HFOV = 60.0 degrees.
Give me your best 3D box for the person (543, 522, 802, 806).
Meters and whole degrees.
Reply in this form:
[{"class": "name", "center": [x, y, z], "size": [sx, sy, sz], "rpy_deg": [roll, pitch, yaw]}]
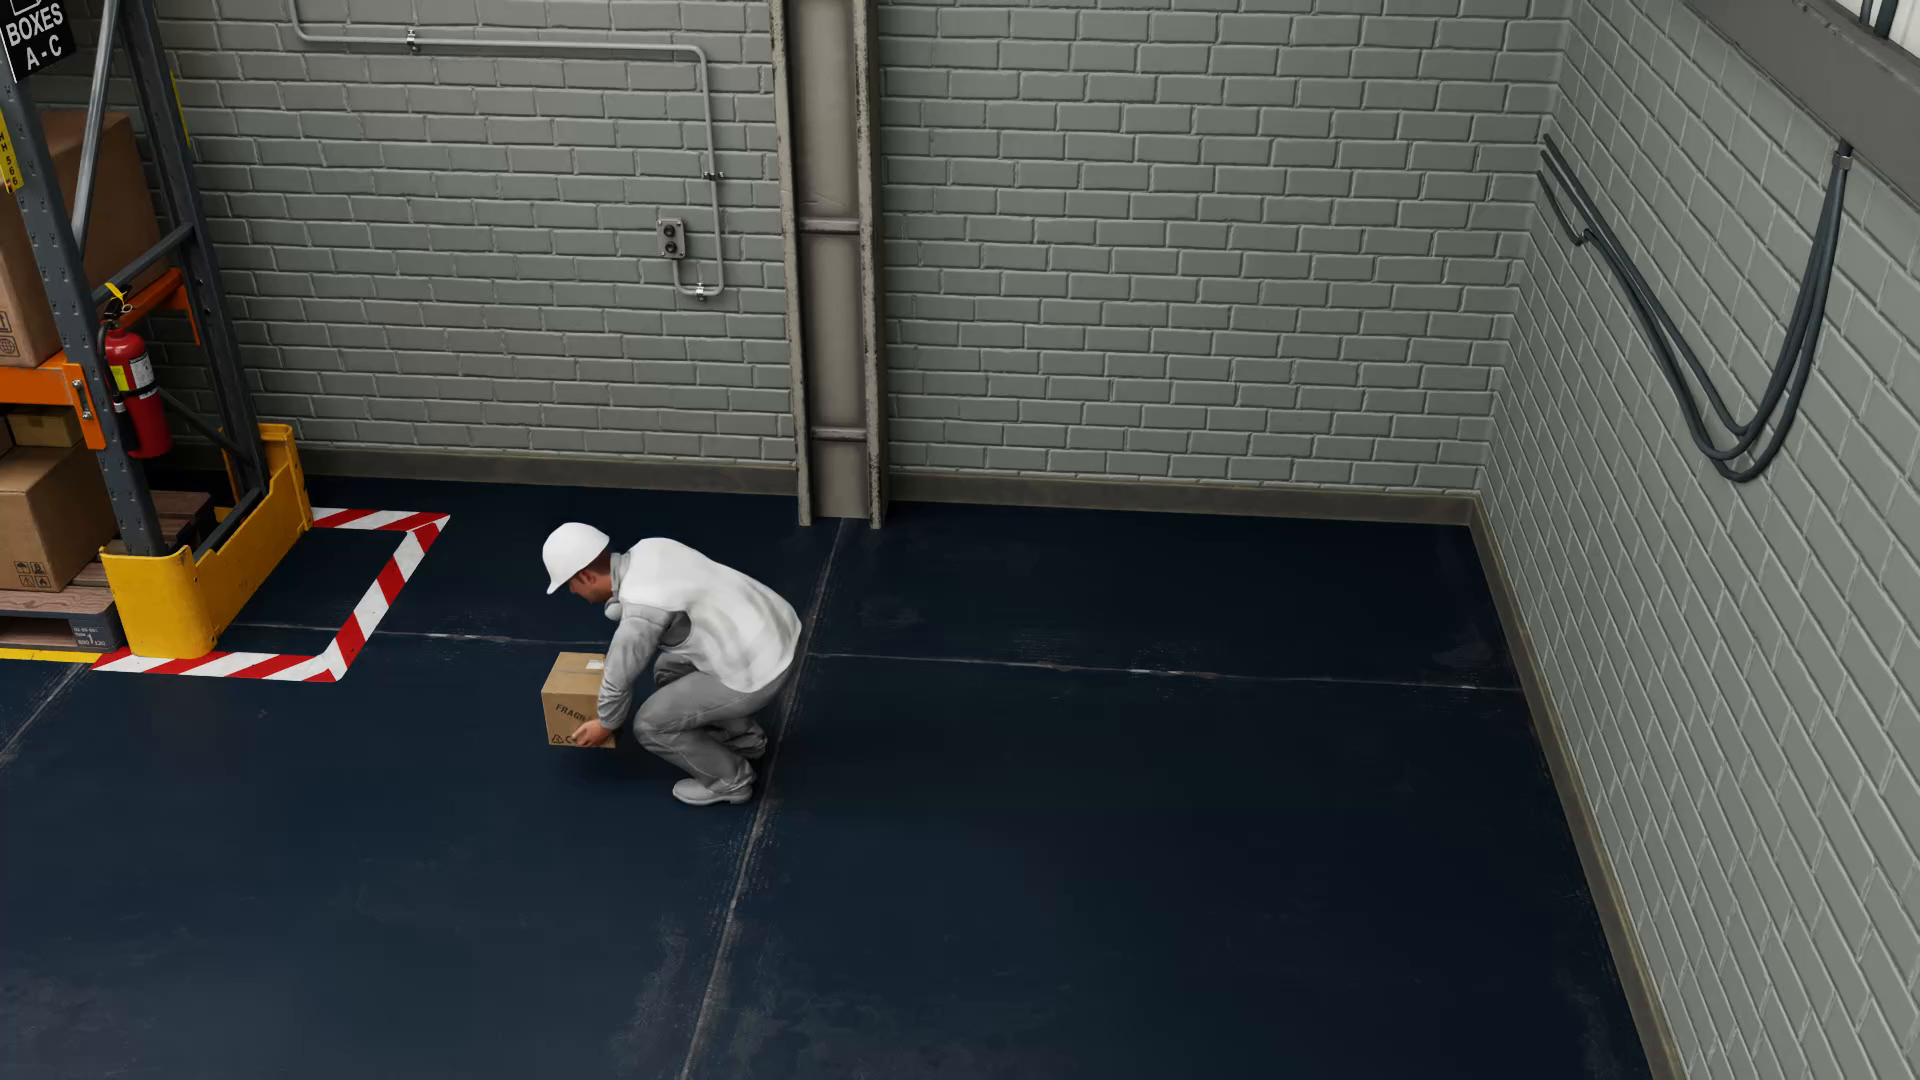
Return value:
[{"class": "person", "center": [-1.019, 0.432, 6.032], "size": [0.866, 1.125, 0.557], "rpy_deg": [2, 32, 4]}]
